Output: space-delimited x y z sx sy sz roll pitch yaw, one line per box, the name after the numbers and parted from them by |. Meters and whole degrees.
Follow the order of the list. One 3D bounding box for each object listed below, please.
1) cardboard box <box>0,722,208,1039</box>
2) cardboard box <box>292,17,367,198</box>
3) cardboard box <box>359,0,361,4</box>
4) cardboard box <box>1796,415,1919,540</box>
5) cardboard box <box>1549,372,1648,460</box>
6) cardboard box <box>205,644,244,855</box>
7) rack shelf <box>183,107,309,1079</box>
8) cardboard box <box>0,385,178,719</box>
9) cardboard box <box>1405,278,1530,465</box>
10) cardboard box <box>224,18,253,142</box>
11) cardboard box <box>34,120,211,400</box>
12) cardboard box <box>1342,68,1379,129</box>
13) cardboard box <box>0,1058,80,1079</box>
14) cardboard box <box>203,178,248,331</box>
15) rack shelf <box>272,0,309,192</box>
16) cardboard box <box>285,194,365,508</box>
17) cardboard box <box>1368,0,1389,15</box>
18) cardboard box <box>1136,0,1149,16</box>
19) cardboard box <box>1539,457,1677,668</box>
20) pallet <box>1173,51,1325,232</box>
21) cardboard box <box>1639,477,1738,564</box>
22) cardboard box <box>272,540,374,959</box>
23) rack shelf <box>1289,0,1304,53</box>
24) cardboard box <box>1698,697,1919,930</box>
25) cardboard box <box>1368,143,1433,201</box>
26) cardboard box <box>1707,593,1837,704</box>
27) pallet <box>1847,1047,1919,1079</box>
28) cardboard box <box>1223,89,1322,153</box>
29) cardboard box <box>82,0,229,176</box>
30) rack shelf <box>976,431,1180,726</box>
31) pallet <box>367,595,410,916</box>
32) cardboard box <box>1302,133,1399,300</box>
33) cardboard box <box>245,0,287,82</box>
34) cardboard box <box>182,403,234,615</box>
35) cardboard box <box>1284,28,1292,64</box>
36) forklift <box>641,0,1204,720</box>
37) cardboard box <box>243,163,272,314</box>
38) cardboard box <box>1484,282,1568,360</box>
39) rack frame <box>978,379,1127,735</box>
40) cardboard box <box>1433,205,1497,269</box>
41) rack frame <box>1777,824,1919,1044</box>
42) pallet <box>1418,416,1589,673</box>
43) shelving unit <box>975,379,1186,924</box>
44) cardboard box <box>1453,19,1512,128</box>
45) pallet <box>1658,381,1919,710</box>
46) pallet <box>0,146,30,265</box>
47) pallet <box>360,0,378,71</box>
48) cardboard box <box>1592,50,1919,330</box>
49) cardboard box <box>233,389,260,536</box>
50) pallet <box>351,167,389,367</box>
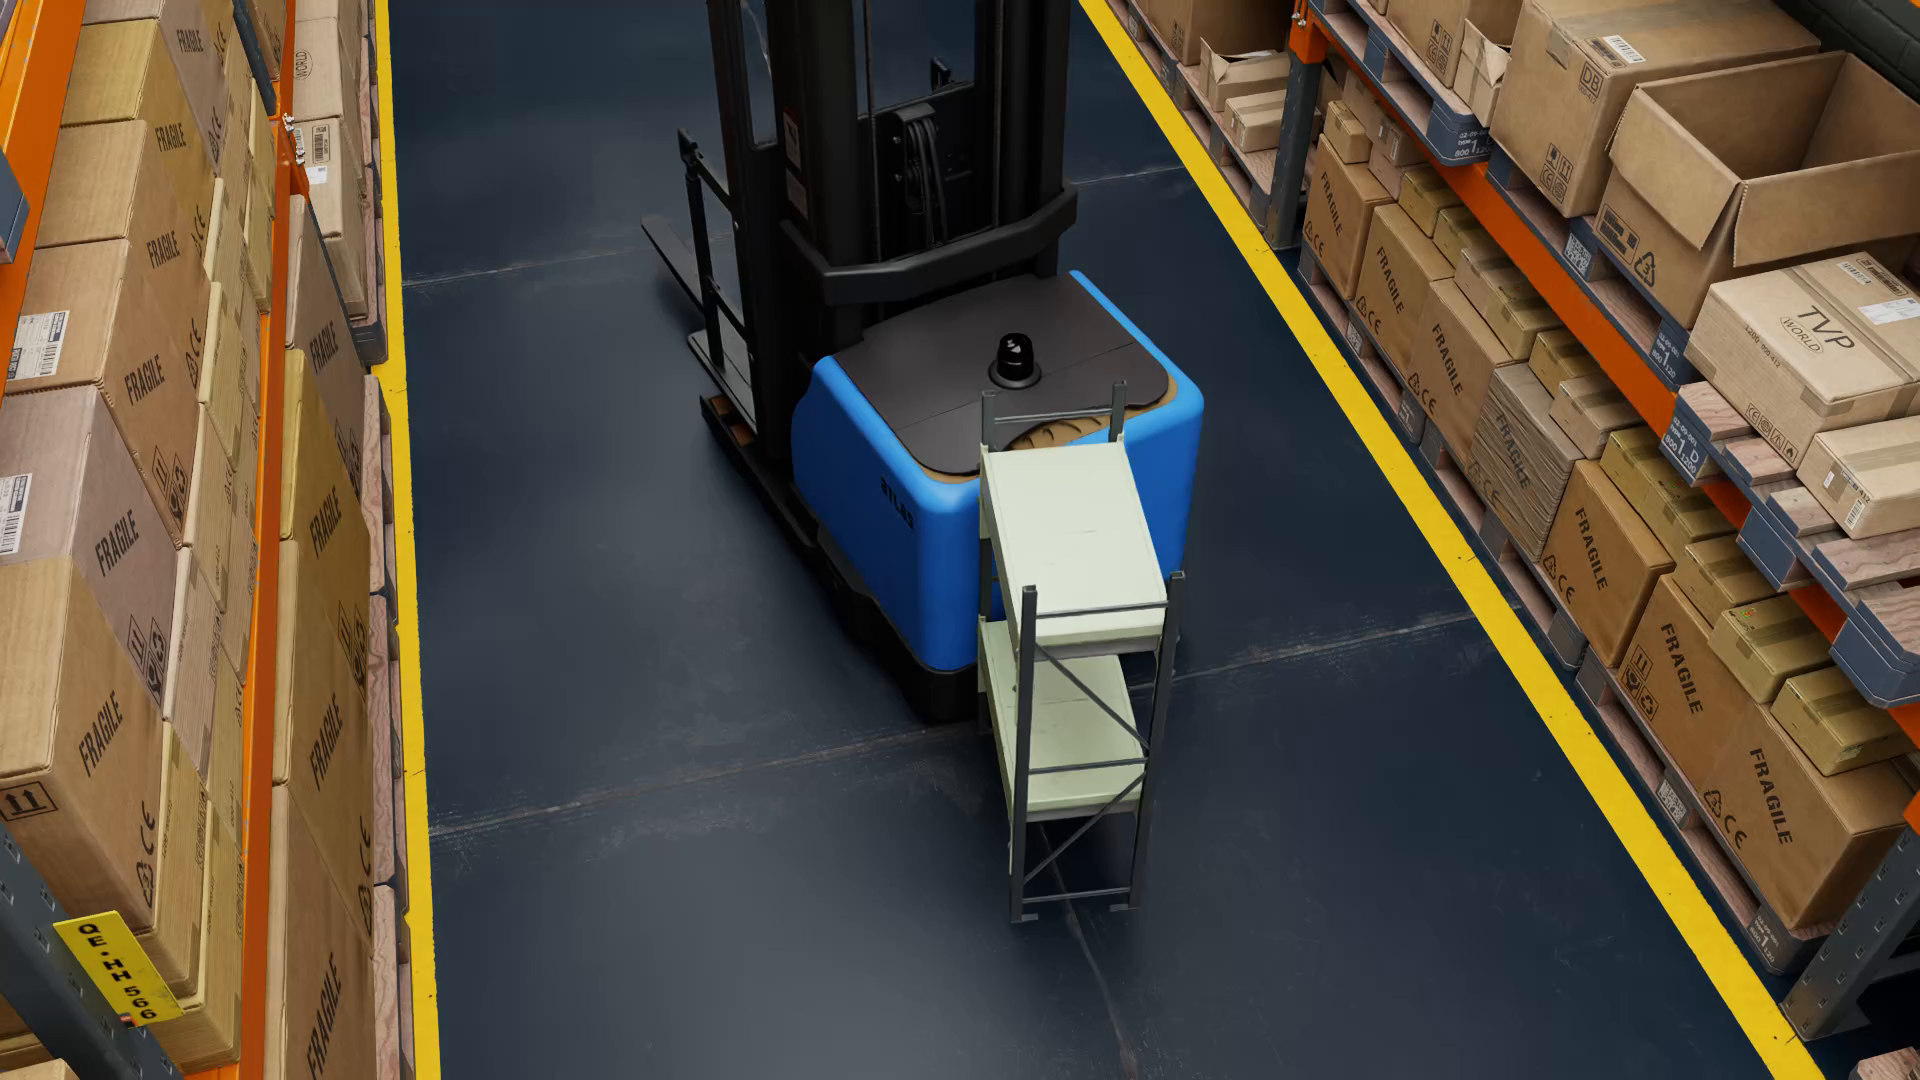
-1.780 0.669 3.249 0.500 0.250 0.500 -11 47 -11 | cardboard box
-3.199 -1.896 7.508 0.875 0.438 0.875 -12 47 -11 | cardboard box
-3.671 -3.149 8.736 0.875 0.438 0.875 -12 47 -12 | cardboard box
2.370 -0.166 4.194 0.380 0.149 0.250 -10 46 -10 | cardboard box
2.225 -0.438 5.581 0.380 0.149 0.250 -13 47 -12 | cardboard box
-1.919 0.504 3.761 0.500 0.250 0.500 -12 47 -11 | cardboard box
-2.401 0.058 4.597 1.077 0.370 4.000 -11 47 -10 | rack shelf
-1.915 0.076 3.305 0.500 0.500 0.500 -11 47 -10 | cardboard box
2.060 -0.671 6.263 0.500 0.500 0.500 -12 47 -11 | cardboard box
-2.565 -1.438 5.314 0.500 0.250 0.500 -11 47 -10 | cardboard box
-2.158 -0.633 4.000 0.500 0.500 0.500 -10 46 -10 | cardboard box
1.778 -1.803 6.711 0.380 0.149 0.250 -11 47 -11 | cardboard box
-1.504 1.164 2.437 0.500 0.500 0.500 -12 47 -11 | cardboard box
-2.291 -0.737 4.627 0.500 0.250 0.500 -10 46 -9 | cardboard box
-3.425 -2.704 7.303 1.077 0.370 4.000 -11 47 -10 | rack shelf
-2.677 -0.565 5.897 0.875 0.875 0.875 -9 46 -9 | cardboard box
1.792 -2.292 6.032 0.700 0.500 0.500 -10 46 -9 | cardboard box
1.146 -3.099 8.643 0.500 0.500 0.500 -10 46 -10 | cardboard box
2.338 0.043 5.563 0.500 0.500 0.500 -9 46 -9 | cardboard box
1.710 -1.983 8.046 1.003 0.211 1.213 -11 47 -10 | pallet
2.389 -0.081 5.231 0.380 0.149 0.250 -9 46 -9 | cardboard box
-2.209 0.675 4.682 0.875 0.875 0.875 -10 46 -10 | cardboard box
1.373 -3.614 8.195 1.077 0.370 4.000 -11 47 -10 | rack shelf
2.593 0.752 4.869 0.500 0.500 0.500 -9 46 -9 | cardboard box
1.865 -1.511 6.632 0.380 0.149 0.250 -12 47 -11 | cardboard box
2.438 0.300 4.858 0.380 0.149 0.250 -13 47 -12 | cardboard box
3.082 1.828 4.311 1.003 0.211 1.213 -11 47 -10 | pallet
1.458 -1.965 7.778 0.380 0.149 0.250 -12 47 -12 | cardboard box
-2.416 -1.342 4.694 0.500 0.500 0.500 -10 46 -10 | cardboard box
0.305 0.094 4.562 0.431 0.370 0.720 -5 46 -5 | rack shelf
-2.326 0.764 5.354 1.003 0.211 1.213 -11 47 -10 | pallet
1.791 -1.382 6.960 0.500 0.500 0.500 -9 46 -9 | cardboard box
-2.780 -1.982 6.022 0.500 0.500 0.500 -9 46 -9 | cardboard box
-2.027 -0.034 3.938 0.500 0.250 0.500 -11 47 -10 | cardboard box
1.833 -2.433 8.236 0.380 0.149 0.250 -11 47 -11 | cardboard box
-0.375 -1.472 5.640 1.130 2.935 3.031 -22 50 -20 | forklift
-2.425 -0.907 5.144 0.500 0.250 0.500 -11 47 -11 | cardboard box
2.114 -0.798 5.934 0.380 0.149 0.250 -9 46 -9 | cardboard box
0.259 0.107 5.095 0.400 1.500 0.023 -5 46 -5 | rack frame
2.025 -1.149 6.278 0.380 0.149 0.250 -11 47 -11 | cardboard box
2.909 0.276 3.879 1.000 3.000 0.127 -11 47 -10 | rack frame
2.445 -0.111 6.211 1.003 0.211 1.213 -11 47 -10 | pallet
0.305 0.367 4.840 0.431 1.500 0.755 -5 46 -5 | shelving unit
1.869 -1.556 5.475 0.396 0.266 0.258 -9 46 -8 | cardboard box
2.667 -0.112 4.393 1.213 0.211 1.003 -11 47 -10 | pallet
-2.105 -0.232 2.409 1.213 0.211 1.003 -9 46 -8 | pallet
-3.656 -2.823 8.869 1.003 0.211 1.213 -11 47 -10 | pallet
2.312 -1.000 4.763 0.797 0.503 0.637 -12 47 -11 | cardboard box
-2.178 -0.199 4.450 0.500 0.250 0.500 -11 47 -10 | cardboard box
-3.032 -1.138 7.218 1.003 0.211 1.213 -11 47 -10 | pallet
